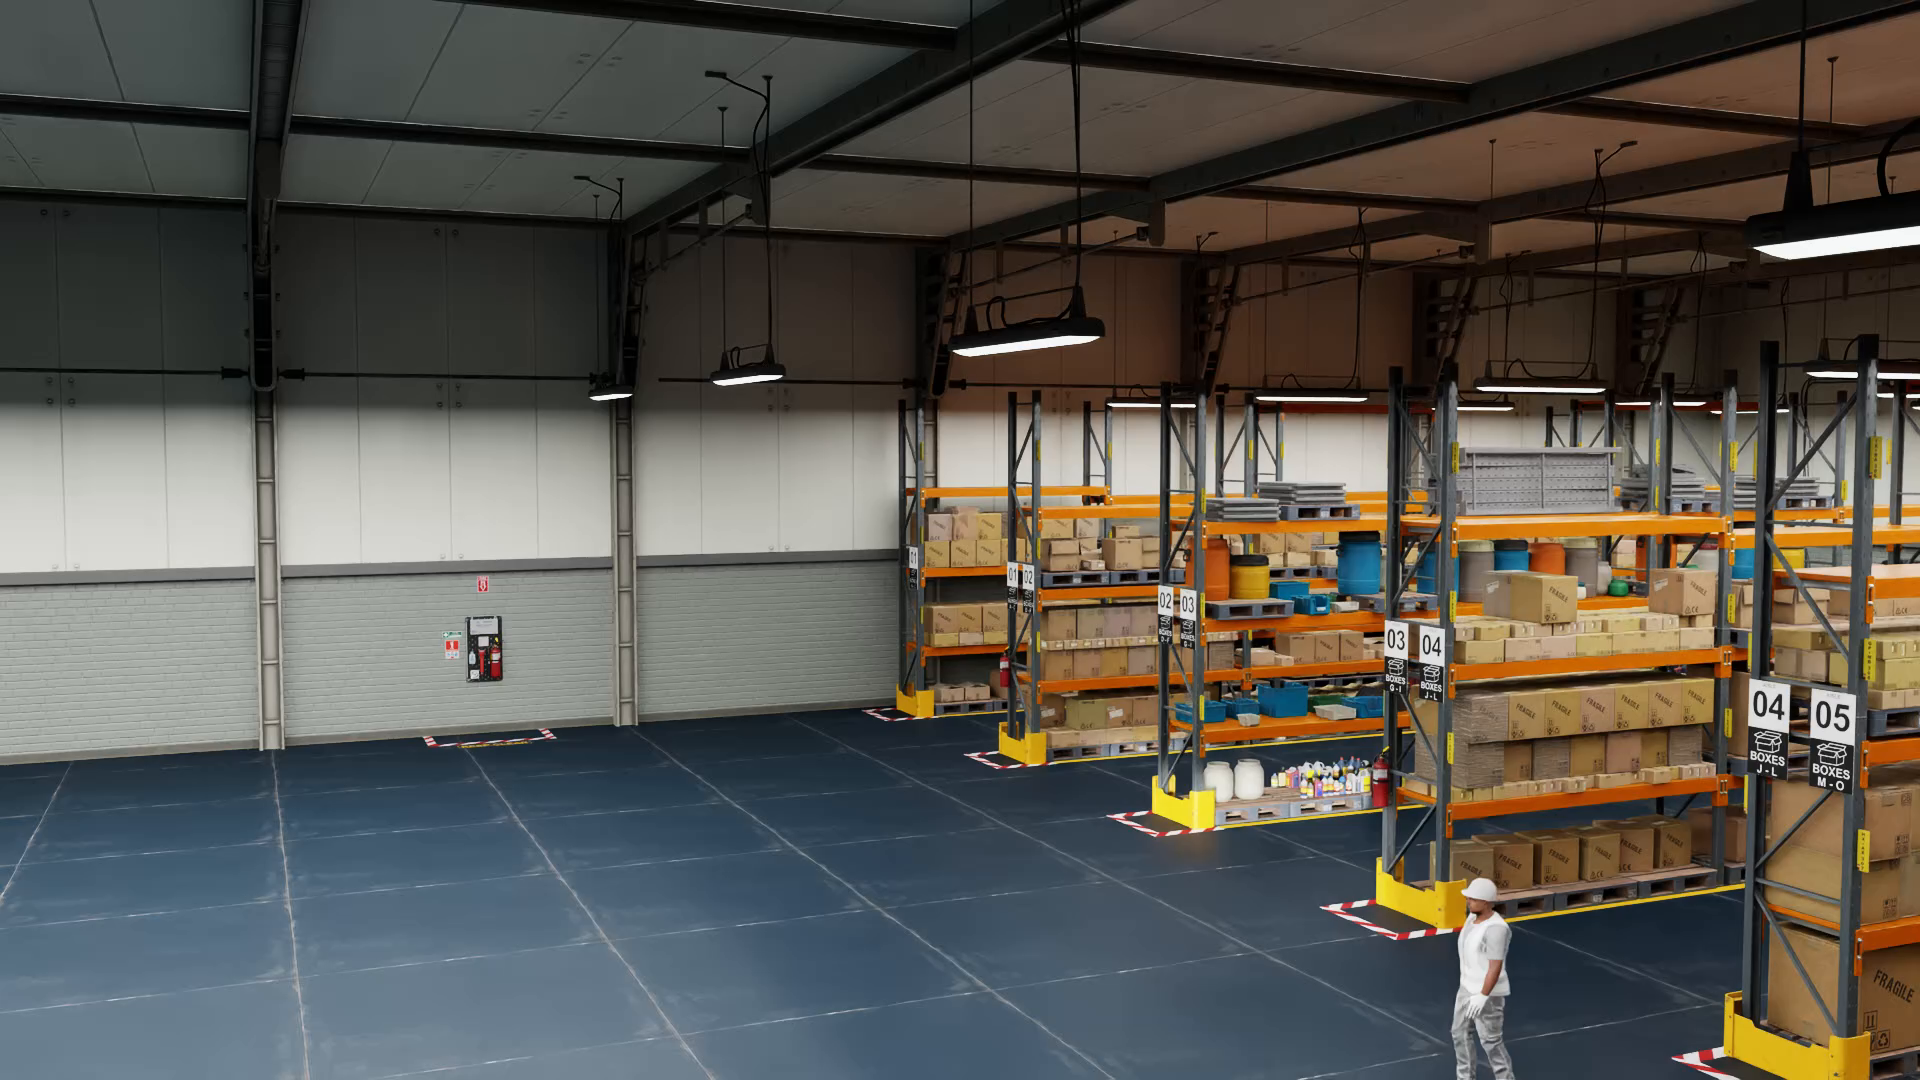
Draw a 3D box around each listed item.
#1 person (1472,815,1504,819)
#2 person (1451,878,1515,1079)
[{"bbox_3d":[7.313,2.952,22.922,0.561,1.834,0.658,-2,4,-34],"label":"person"},{"bbox_3d":[4.034,3.535,12.903,0.545,1.838,0.621,0,3,-4],"label":"person"}]
